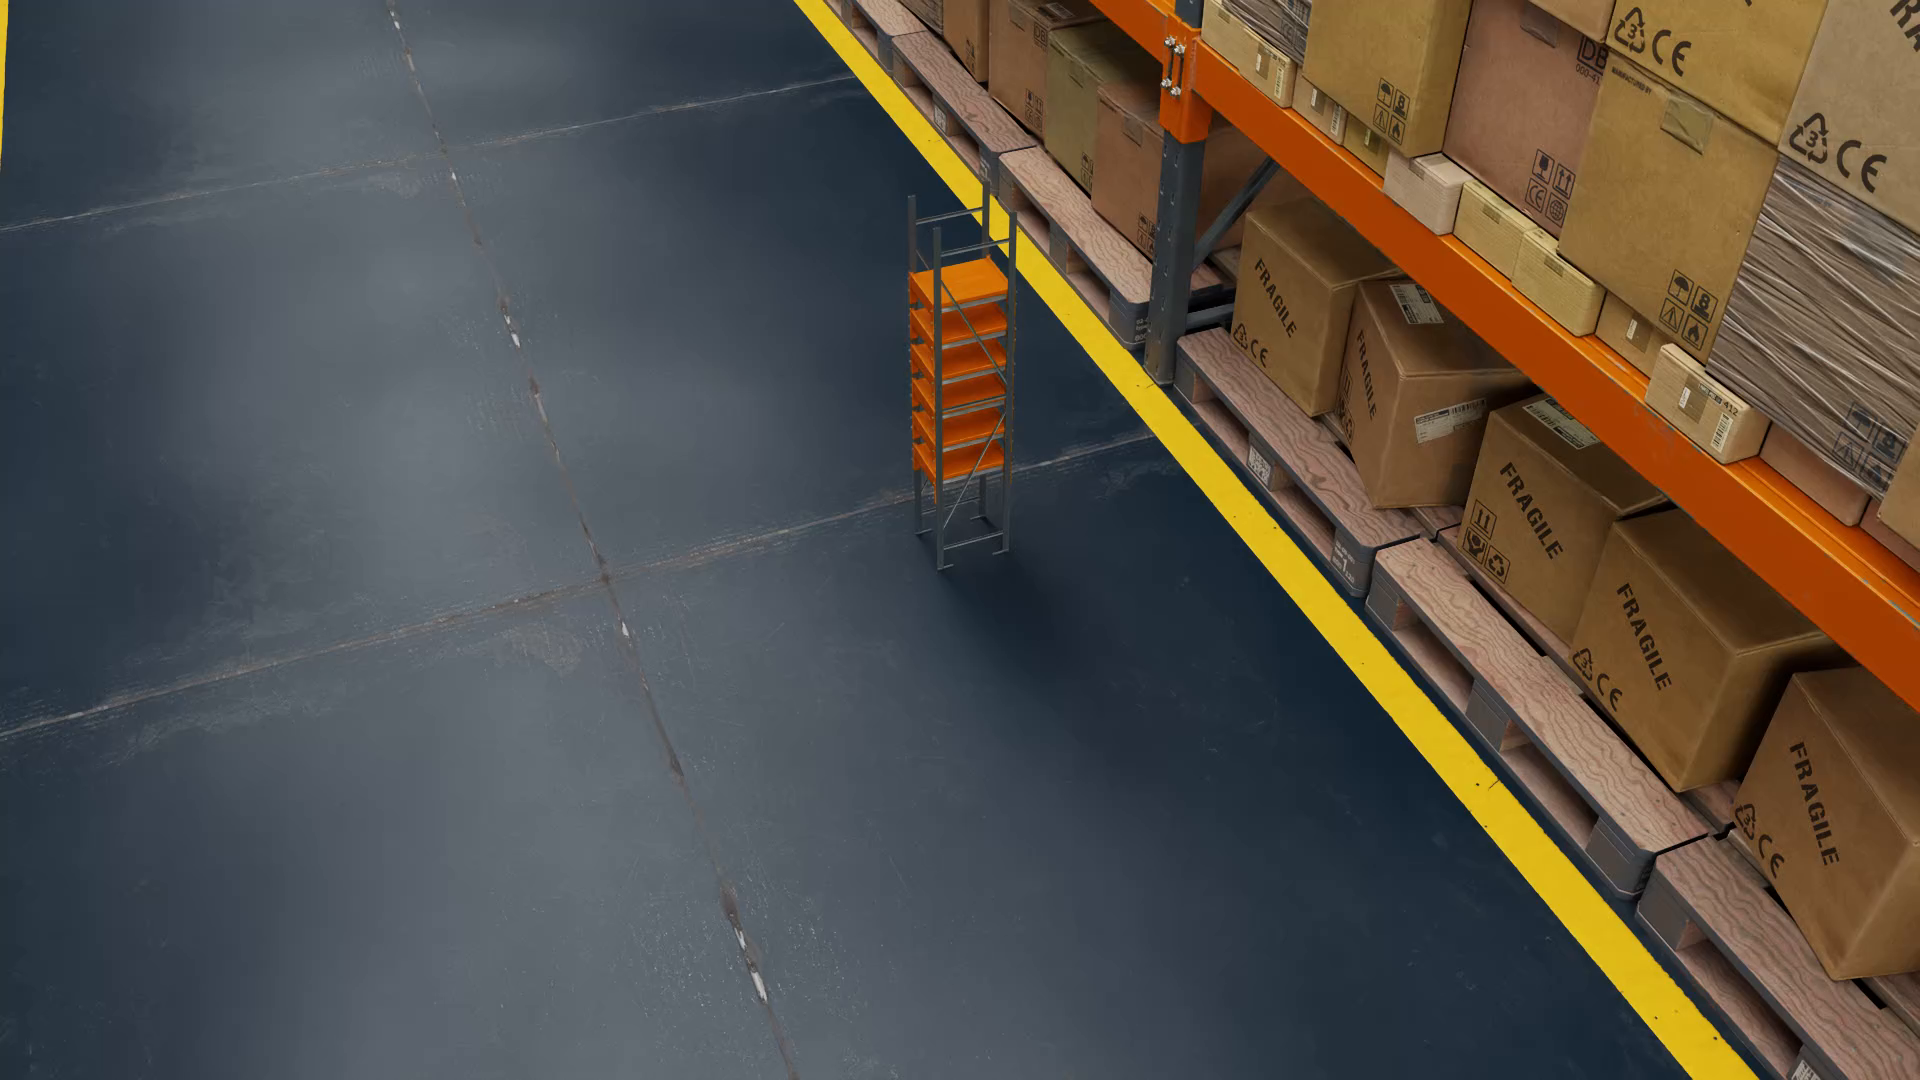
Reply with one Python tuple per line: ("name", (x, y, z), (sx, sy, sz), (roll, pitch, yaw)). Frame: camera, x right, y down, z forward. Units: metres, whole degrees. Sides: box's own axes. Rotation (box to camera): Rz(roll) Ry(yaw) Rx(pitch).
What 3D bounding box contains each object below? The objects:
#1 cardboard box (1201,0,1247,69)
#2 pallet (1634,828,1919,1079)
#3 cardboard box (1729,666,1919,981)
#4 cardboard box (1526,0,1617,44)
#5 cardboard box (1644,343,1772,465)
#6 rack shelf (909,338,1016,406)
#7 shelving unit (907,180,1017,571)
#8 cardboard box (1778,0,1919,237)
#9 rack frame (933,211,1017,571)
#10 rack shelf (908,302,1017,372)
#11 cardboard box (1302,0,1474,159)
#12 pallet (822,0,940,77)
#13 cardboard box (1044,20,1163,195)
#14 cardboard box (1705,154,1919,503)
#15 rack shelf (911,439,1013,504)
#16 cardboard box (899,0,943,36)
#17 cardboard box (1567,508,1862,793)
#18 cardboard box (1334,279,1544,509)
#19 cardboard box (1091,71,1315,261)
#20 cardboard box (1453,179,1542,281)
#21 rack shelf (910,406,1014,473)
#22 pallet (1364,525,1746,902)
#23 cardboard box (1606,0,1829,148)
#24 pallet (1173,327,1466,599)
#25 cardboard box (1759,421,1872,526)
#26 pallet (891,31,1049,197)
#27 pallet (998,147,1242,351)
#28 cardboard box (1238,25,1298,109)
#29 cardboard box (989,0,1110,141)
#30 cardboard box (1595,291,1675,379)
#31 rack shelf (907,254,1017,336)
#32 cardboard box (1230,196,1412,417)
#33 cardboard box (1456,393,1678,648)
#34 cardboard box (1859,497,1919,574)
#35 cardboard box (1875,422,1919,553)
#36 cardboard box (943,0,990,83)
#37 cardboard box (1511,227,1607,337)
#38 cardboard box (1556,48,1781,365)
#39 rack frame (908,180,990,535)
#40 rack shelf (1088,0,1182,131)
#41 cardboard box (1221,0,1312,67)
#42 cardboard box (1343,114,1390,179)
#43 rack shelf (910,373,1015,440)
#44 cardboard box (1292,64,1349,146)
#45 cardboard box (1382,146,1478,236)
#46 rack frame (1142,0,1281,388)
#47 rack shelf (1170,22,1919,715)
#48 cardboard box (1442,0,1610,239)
("cardboard box", (0.944, -1.536, 4.928), (0.380, 0.149, 0.250), (-15, 43, -17))
("pallet", (2.363, 1.087, 3.824), (1.003, 0.211, 1.213), (-15, 43, -17))
("cardboard box", (2.187, 0.630, 3.812), (0.500, 0.500, 0.500), (-5, 41, -6))
("cardboard box", (1.461, -1.429, 3.540), (0.500, 0.500, 0.500), (-15, 43, -17))
("cardboard box", (1.700, -0.329, 3.524), (0.380, 0.149, 0.250), (-15, 43, -17))
("rack shelf", (0.006, -0.504, 4.799), (0.258, 0.103, 0.180), (-15, 43, -17))
("shelving unit", (0.006, -0.446, 4.849), (0.258, 1.200, 0.189), (-15, 43, -17))
("cardboard box", (1.846, -0.827, 2.840), (0.500, 0.500, 0.500), (-15, 43, -17))
("rack frame", (0.041, -0.391, 4.785), (0.240, 1.200, 0.006), (-15, 43, -17))
("rack shelf", (0.006, -0.594, 4.721), (0.258, 0.103, 0.180), (-15, 43, -17))
("cardboard box", (1.414, -1.390, 4.261), (0.875, 0.500, 0.500), (-15, 43, -17))
("pallet", (-0.093, -2.717, 8.248), (1.003, 0.211, 1.213), (-15, 43, -17))
("cardboard box", (0.760, -1.722, 6.532), (0.700, 0.500, 0.500), (-15, 43, -17))
("cardboard box", (2.032, -0.498, 3.224), (0.875, 0.500, 0.500), (-15, 43, -17))
("rack shelf", (0.006, -0.231, 5.034), (0.258, 0.103, 0.180), (-15, 43, -17))
("cardboard box", (0.108, -2.735, 7.710), (0.700, 0.500, 0.500), (-19, 44, -20))
("cardboard box", (1.965, 0.248, 4.256), (0.500, 0.500, 0.500), (-11, 42, -13))
("cardboard box", (1.482, -0.453, 5.072), (0.500, 0.500, 0.500), (-3, 41, -3))
("cardboard box", (0.925, -1.430, 6.192), (0.700, 0.500, 0.500), (-18, 44, -20))
("cardboard box", (1.445, -0.789, 4.060), (0.380, 0.149, 0.250), (-15, 43, -17))
("rack shelf", (0.006, -0.322, 4.956), (0.258, 0.103, 0.180), (-15, 43, -17))
("pallet", (1.900, 0.353, 4.677), (1.003, 0.211, 1.213), (-15, 43, -17))
("cardboard box", (1.662, -1.131, 3.193), (0.500, 0.500, 0.500), (-15, 43, -17))
("pallet", (1.430, -0.383, 5.533), (1.003, 0.211, 1.213), (-15, 43, -17))
("cardboard box", (1.877, -0.200, 3.375), (0.380, 0.149, 0.250), (-15, 43, -17))
("pallet", (0.370, -1.983, 7.394), (1.003, 0.211, 1.213), (-15, 43, -17))
("pallet", (0.841, -1.247, 6.539), (1.003, 0.211, 1.213), (-15, 43, -17))
("cardboard box", (1.028, -1.382, 4.750), (0.380, 0.149, 0.250), (-15, 43, -17))
("cardboard box", (0.545, -2.059, 6.924), (0.700, 0.500, 0.500), (-19, 44, -20))
("cardboard box", (1.668, -0.497, 3.720), (0.380, 0.149, 0.250), (-15, 43, -17))
("rack shelf", (0.006, -0.685, 4.643), (0.258, 0.103, 0.180), (-15, 43, -17))
("cardboard box", (1.256, -0.796, 5.471), (0.500, 0.500, 0.500), (-16, 43, -18))
("cardboard box", (1.792, -0.099, 4.660), (0.500, 0.500, 0.500), (-19, 44, -21))
("cardboard box", (1.994, -0.055, 3.206), (0.380, 0.149, 0.250), (-15, 43, -17))
("cardboard box", (2.183, -0.186, 2.861), (0.875, 0.500, 0.500), (-15, 43, -17))
("cardboard box", (0.332, -2.395, 7.314), (0.700, 0.500, 0.500), (-12, 42, -13))
("cardboard box", (1.531, -0.636, 3.882), (0.380, 0.149, 0.250), (-15, 43, -17))
("cardboard box", (1.851, -0.803, 3.578), (0.875, 0.500, 0.500), (-15, 43, -17))
("rack frame", (-0.029, -0.501, 4.913), (0.240, 1.200, 0.006), (-15, 43, -17))
("rack shelf", (0.375, -2.768, 6.720), (1.077, 0.370, 4.000), (-15, 43, -17))
("cardboard box", (1.255, -1.700, 4.622), (0.875, 0.500, 0.500), (-15, 43, -17))
("cardboard box", (1.254, -1.090, 4.410), (0.380, 0.149, 0.250), (-15, 43, -17))
("rack shelf", (0.006, -0.413, 4.878), (0.258, 0.103, 0.180), (-15, 43, -17))
("cardboard box", (1.149, -1.239, 4.582), (0.380, 0.149, 0.250), (-15, 43, -17))
("cardboard box", (1.311, -0.929, 4.223), (0.380, 0.149, 0.250), (-15, 43, -17))
("rack frame", (1.140, -1.836, 5.084), (1.000, 3.000, 0.127), (-15, 43, -17))
("rack shelf", (1.905, -0.358, 3.918), (1.077, 0.370, 4.000), (-15, 43, -17))
("cardboard box", (1.698, -1.114, 3.940), (0.875, 0.500, 0.500), (-15, 43, -17))
